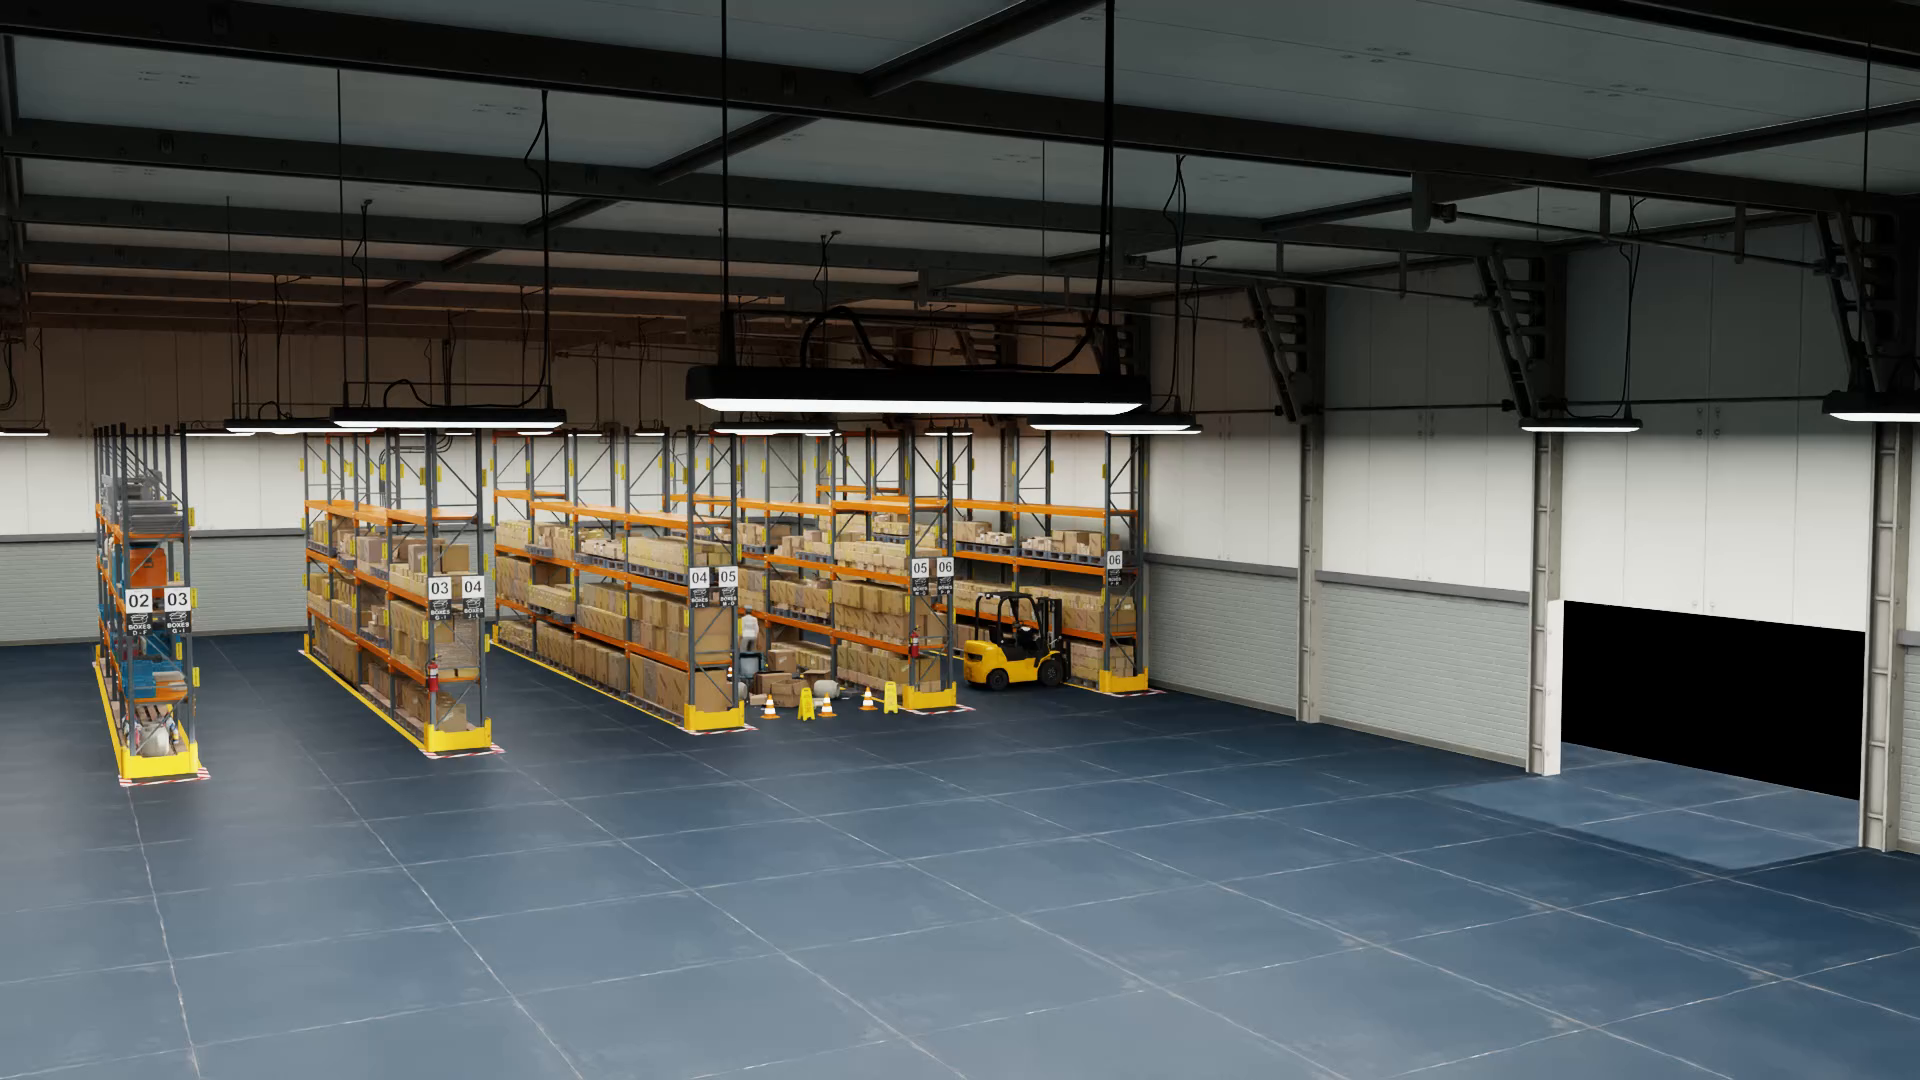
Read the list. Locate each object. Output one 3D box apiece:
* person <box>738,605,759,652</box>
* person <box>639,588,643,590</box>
[{"bbox_3d":[-5.147,2.445,40.647,0.499,1.646,0.617,-2,4,-28],"label":"person"},{"bbox_3d":[-8.589,2.151,44.624,0.579,1.724,0.472,-2,4,-33],"label":"person"}]
